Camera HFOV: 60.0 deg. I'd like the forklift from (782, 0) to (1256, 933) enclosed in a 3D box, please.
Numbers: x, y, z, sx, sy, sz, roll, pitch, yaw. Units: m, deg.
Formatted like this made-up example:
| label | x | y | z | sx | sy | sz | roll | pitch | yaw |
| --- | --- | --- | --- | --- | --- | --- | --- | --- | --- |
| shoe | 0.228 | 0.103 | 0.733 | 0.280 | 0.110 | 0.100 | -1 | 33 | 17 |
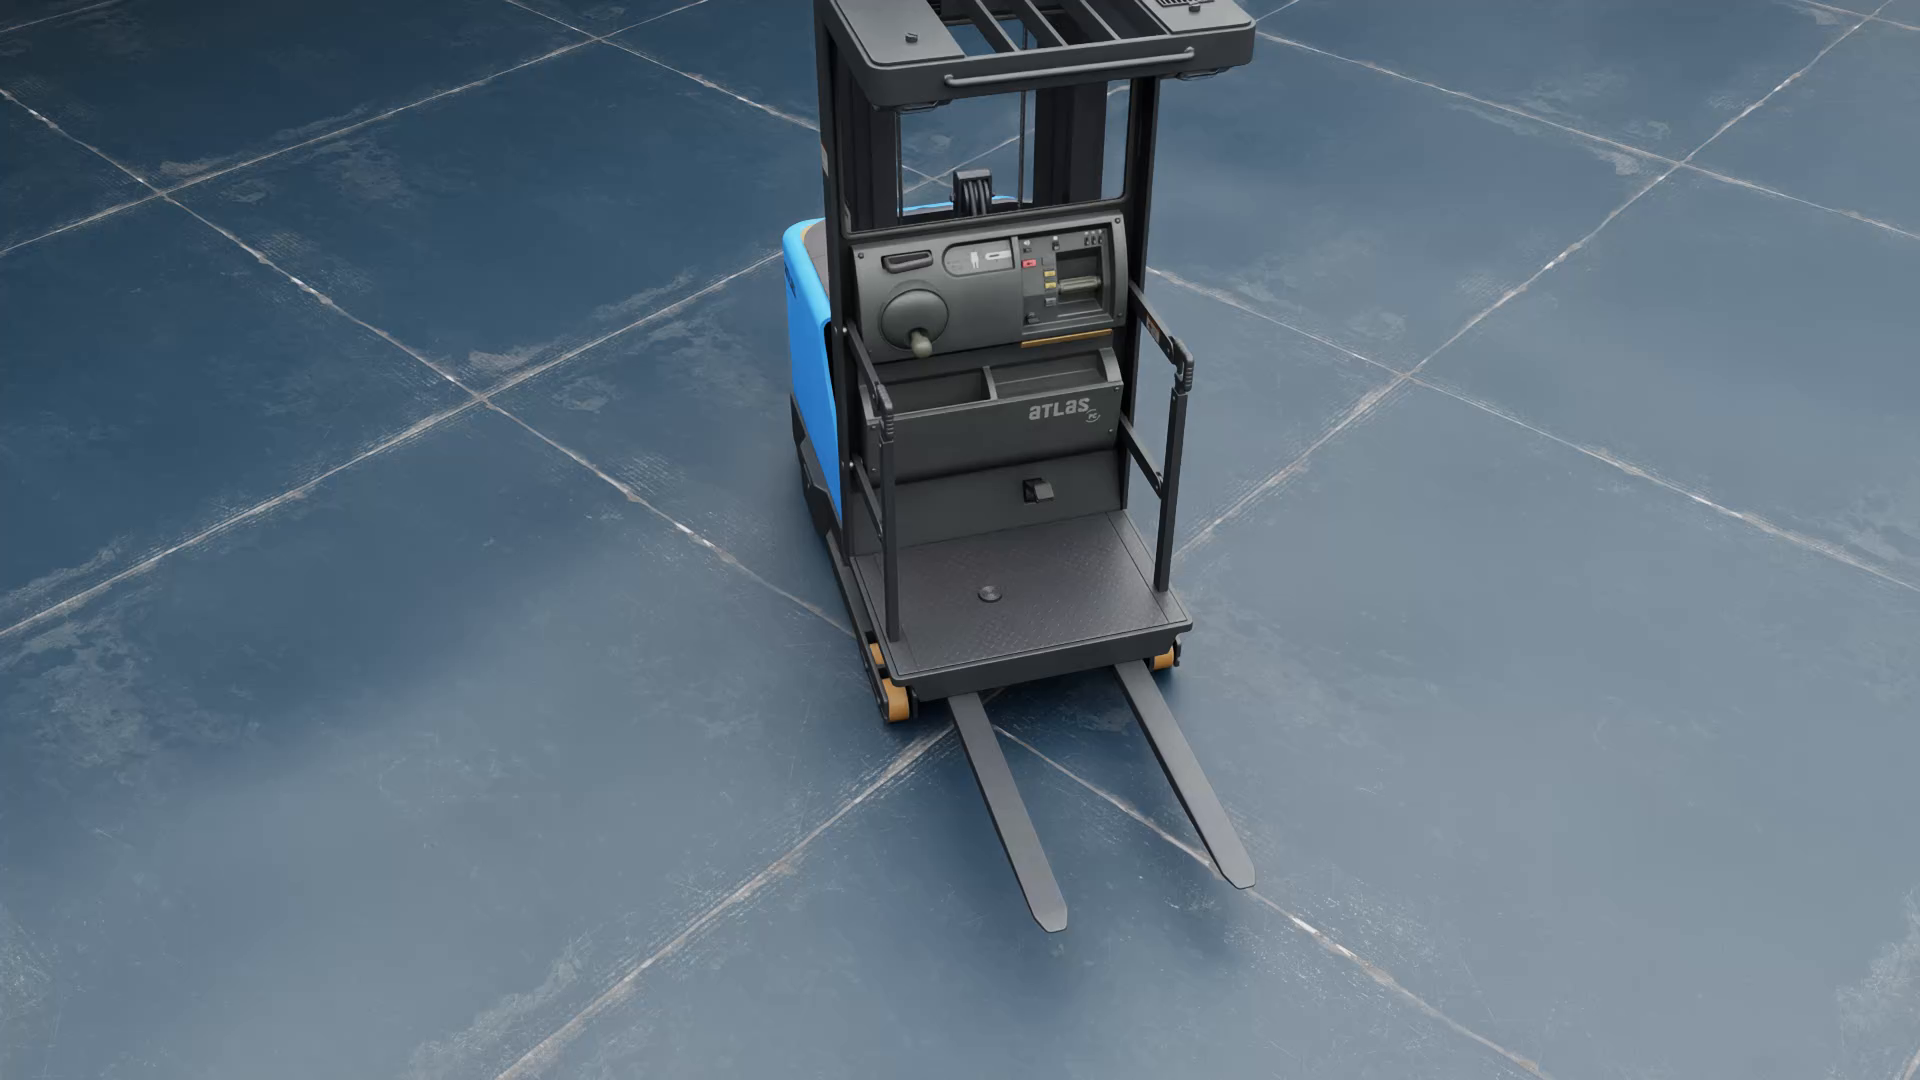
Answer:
| label | x | y | z | sx | sy | sz | roll | pitch | yaw |
| --- | --- | --- | --- | --- | --- | --- | --- | --- | --- |
| forklift | 0.170 | -0.772 | 5.365 | 1.130 | 2.935 | 3.031 | -10 | 40 | -12 |
